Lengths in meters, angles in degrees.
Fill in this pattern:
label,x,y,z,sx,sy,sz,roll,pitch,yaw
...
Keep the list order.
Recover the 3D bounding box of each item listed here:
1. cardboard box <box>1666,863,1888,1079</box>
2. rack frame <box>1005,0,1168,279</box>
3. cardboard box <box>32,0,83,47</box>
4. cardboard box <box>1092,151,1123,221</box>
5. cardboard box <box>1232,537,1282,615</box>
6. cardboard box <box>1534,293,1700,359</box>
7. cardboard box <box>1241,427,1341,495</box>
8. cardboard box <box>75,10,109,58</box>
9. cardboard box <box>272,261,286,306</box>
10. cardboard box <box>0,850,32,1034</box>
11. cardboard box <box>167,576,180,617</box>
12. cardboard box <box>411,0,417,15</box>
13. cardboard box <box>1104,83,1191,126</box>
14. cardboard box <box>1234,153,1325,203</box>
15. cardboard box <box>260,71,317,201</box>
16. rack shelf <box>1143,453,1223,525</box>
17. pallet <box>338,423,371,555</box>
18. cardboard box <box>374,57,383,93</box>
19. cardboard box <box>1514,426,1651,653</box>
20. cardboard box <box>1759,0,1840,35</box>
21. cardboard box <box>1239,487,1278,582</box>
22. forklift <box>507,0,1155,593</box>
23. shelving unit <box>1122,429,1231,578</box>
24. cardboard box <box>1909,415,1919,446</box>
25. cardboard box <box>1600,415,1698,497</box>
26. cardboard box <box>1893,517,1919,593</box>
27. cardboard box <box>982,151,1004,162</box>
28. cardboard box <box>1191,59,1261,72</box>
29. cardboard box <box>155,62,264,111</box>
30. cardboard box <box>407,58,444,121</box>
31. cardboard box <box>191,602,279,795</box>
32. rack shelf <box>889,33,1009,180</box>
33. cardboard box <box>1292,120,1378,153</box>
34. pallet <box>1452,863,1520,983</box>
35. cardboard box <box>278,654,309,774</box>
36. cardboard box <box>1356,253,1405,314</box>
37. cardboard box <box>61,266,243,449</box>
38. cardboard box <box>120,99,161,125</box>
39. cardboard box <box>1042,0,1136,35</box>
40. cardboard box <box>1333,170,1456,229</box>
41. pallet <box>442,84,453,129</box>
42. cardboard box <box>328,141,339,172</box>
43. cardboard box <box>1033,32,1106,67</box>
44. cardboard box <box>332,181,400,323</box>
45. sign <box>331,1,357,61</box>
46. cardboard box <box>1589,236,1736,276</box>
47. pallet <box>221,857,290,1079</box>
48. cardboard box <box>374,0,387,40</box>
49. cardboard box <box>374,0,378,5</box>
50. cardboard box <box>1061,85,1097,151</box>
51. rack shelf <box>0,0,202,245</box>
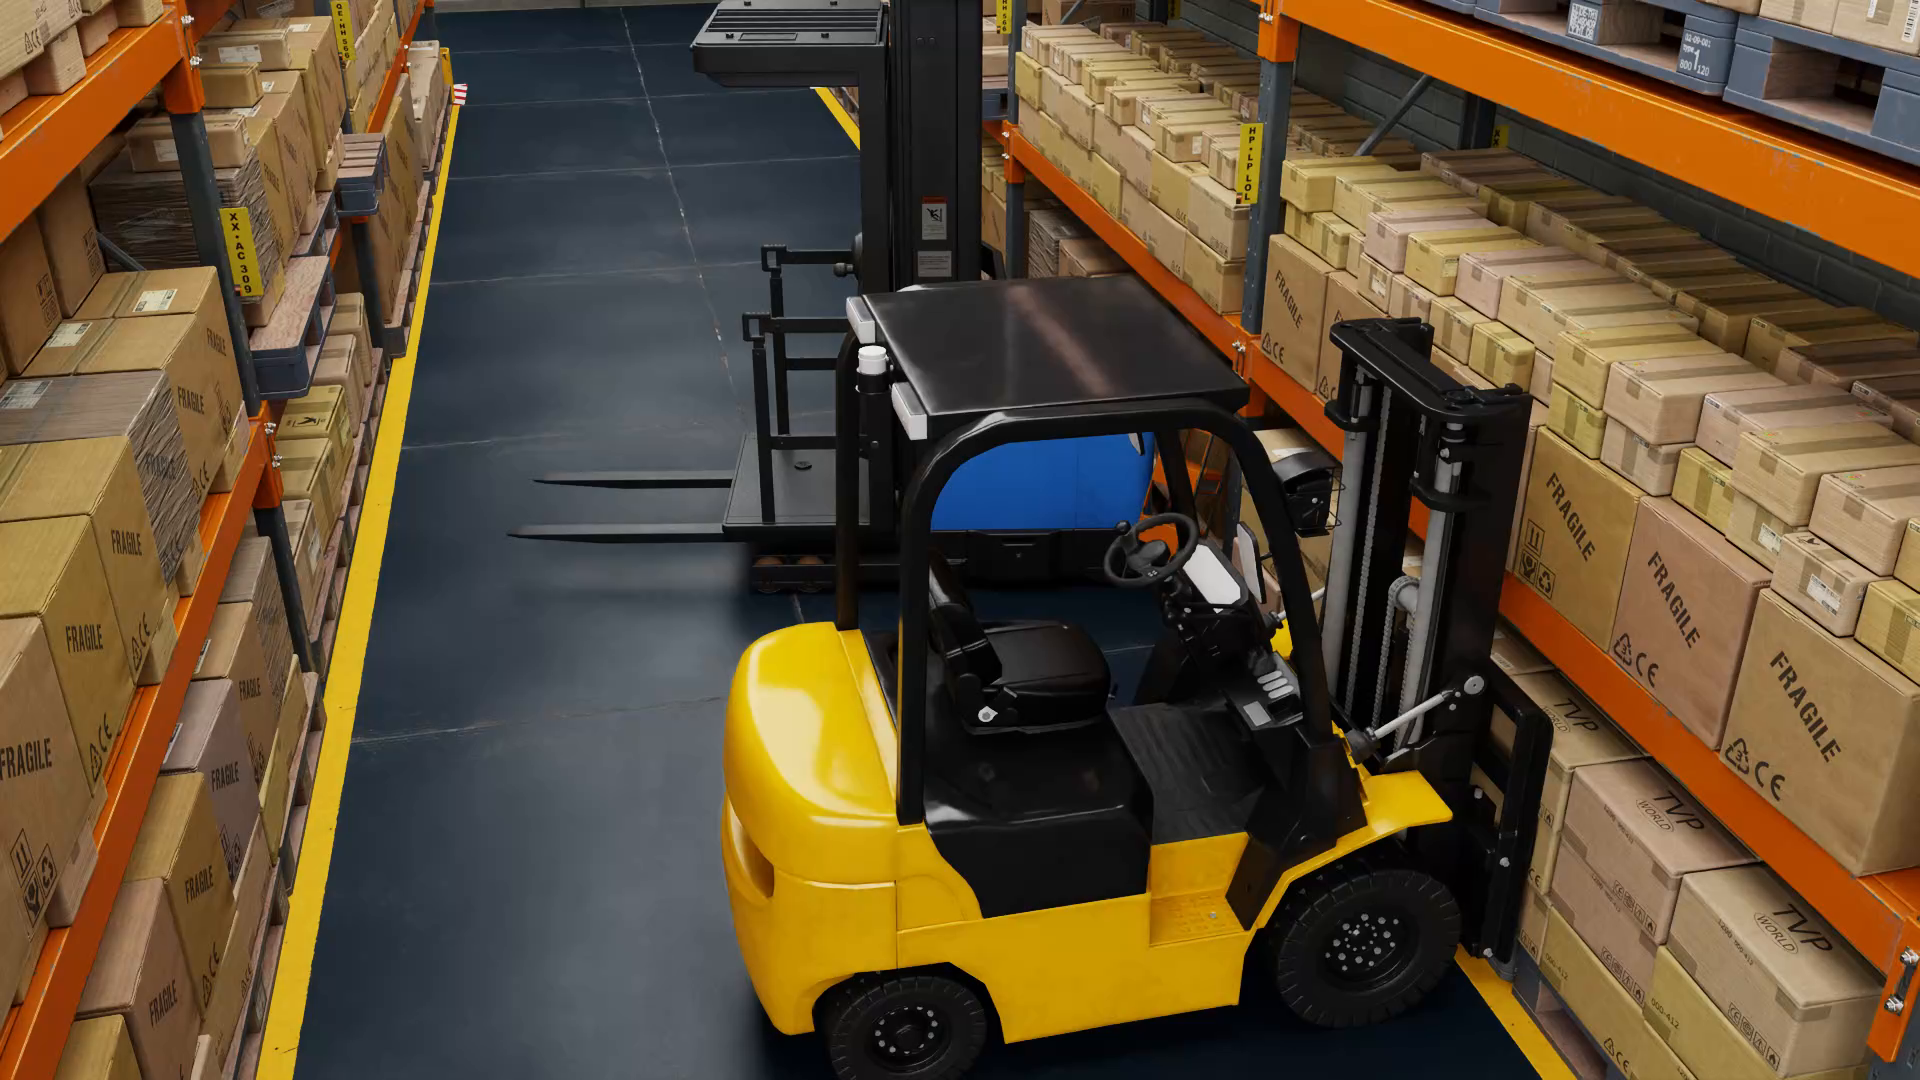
label,x,y,z,sx,sy,sz,roll,pitch,yaw
cardboard box,2.197,1.077,4.263,0.500,0.250,0.500,-5,27,-10
rack frame,0.801,-2.858,10.584,1.000,3.000,0.127,-6,27,-12
cardboard box,-2.555,-1.388,4.178,0.500,0.250,0.500,-6,27,-12
cardboard box,1.010,-1.897,8.846,0.500,0.250,0.500,-5,27,-10
cardboard box,1.489,0.184,7.142,0.500,0.250,0.500,-6,27,-11
cardboard box,1.967,-0.622,4.992,0.380,0.149,0.250,-6,27,-11
cardboard box,1.506,-0.264,6.920,0.500,0.250,0.500,-6,27,-12
cardboard box,-2.712,-1.486,4.815,0.380,0.149,0.250,-6,27,-11
cardboard box,-2.997,-1.057,6.828,0.380,0.149,0.250,-5,27,-11
cardboard box,-2.067,0.746,3.002,0.500,0.500,0.500,-6,27,-12
cardboard box,-2.502,0.187,4.829,0.380,0.149,0.250,-6,27,-13
cardboard box,-5.001,-4.826,14.371,0.500,0.500,0.500,-6,27,-11
cardboard box,0.957,-2.230,8.509,0.380,0.149,0.250,-7,28,-13
cardboard box,1.409,-1.564,7.188,0.380,0.149,0.250,-5,27,-10
cardboard box,-3.296,-1.859,7.697,0.500,0.500,0.500,-7,28,-14
rack shelf,1.020,-0.232,7.547,0.240,0.259,0.215,25,16,40
pallet,-3.588,-0.230,8.471,1.003,0.211,1.213,-6,27,-12
cardboard box,-4.259,-3.197,11.421,0.500,0.250,0.500,-6,27,-12
cardboard box,2.014,-0.034,4.877,0.500,0.500,0.500,-6,27,-13
cardboard box,2.064,-1.302,3.743,0.396,0.266,0.258,-6,27,-11
cardboard box,1.511,-0.042,7.034,0.500,0.250,0.500,-6,27,-12
forklift,-0.625,-1.302,7.576,3.031,2.935,1.130,-1,27,-1
shelving unit,1.023,-0.242,7.545,0.252,1.050,0.215,25,16,40
cardboard box,2.637,-0.215,4.186,0.380,0.149,0.250,-5,27,-11
cardboard box,2.017,-0.256,4.597,0.380,0.149,0.250,-7,28,-13
cardboard box,2.318,0.051,3.659,0.380,0.149,0.250,-6,27,-11
cardboard box,0.335,-2.647,11.754,0.380,0.149,0.250,-7,28,-13
cardboard box,1.483,-2.522,9.087,0.380,0.149,0.250,-6,27,-12
cardboard box,-3.239,-1.960,7.177,0.380,0.149,0.250,-4,27,-9
cardboard box,-5.376,-4.228,15.674,0.875,0.438,0.875,-5,27,-10
cardboard box,-2.621,0.564,5.556,0.500,0.500,0.500,-5,27,-11
rack shelf,0.351,-3.415,12.485,1.077,0.370,4.000,-6,27,-12
cardboard box,1.768,-1.845,7.746,0.380,0.149,0.250,-6,27,-12
pallet,2.120,1.033,5.969,1.003,0.211,1.213,-6,27,-12
cardboard box,-2.737,0.676,6.167,0.500,0.250,0.500,-5,27,-9
cardboard box,1.647,-0.929,5.930,0.380,0.149,0.250,-5,27,-10
cardboard box,-2.790,-0.604,5.677,0.500,0.500,0.500,-7,28,-13
cardboard box,-3.683,-1.585,7.155,0.500,0.500,0.500,-5,27,-10
cardboard box,0.838,-3.332,10.946,0.500,0.500,0.500,-5,27,-9
cardboard box,1.650,-1.295,6.326,0.380,0.149,0.250,-6,27,-11
pallet,-5.580,-4.276,16.488,1.003,0.211,1.213,-6,27,-12
cardboard box,-3.450,-1.980,8.657,0.380,0.149,0.250,-7,28,-14
cardboard box,0.648,-2.905,9.846,0.380,0.149,0.250,-5,27,-10
cardboard box,-4.109,-1.903,10.583,0.875,0.875,0.875,-6,27,-12
sign,-3.507,-2.893,9.456,0.100,0.325,0.005,-6,27,-12
cardboard box,2.326,-0.894,5.532,0.380,0.149,0.250,-6,27,-12
pallet,-2.668,1.476,5.091,1.003,0.211,1.213,-6,27,-12
cardboard box,-4.357,-3.650,11.765,0.500,0.250,0.500,-5,27,-10
cardboard box,-4.371,-3.978,11.581,0.500,0.500,0.500,-5,27,-10
cardboard box,0.875,-2.343,9.175,0.500,0.250,0.500,-7,28,-13
rack shelf,-2.682,-0.736,3.849,1.077,0.370,4.000,-6,27,-12
